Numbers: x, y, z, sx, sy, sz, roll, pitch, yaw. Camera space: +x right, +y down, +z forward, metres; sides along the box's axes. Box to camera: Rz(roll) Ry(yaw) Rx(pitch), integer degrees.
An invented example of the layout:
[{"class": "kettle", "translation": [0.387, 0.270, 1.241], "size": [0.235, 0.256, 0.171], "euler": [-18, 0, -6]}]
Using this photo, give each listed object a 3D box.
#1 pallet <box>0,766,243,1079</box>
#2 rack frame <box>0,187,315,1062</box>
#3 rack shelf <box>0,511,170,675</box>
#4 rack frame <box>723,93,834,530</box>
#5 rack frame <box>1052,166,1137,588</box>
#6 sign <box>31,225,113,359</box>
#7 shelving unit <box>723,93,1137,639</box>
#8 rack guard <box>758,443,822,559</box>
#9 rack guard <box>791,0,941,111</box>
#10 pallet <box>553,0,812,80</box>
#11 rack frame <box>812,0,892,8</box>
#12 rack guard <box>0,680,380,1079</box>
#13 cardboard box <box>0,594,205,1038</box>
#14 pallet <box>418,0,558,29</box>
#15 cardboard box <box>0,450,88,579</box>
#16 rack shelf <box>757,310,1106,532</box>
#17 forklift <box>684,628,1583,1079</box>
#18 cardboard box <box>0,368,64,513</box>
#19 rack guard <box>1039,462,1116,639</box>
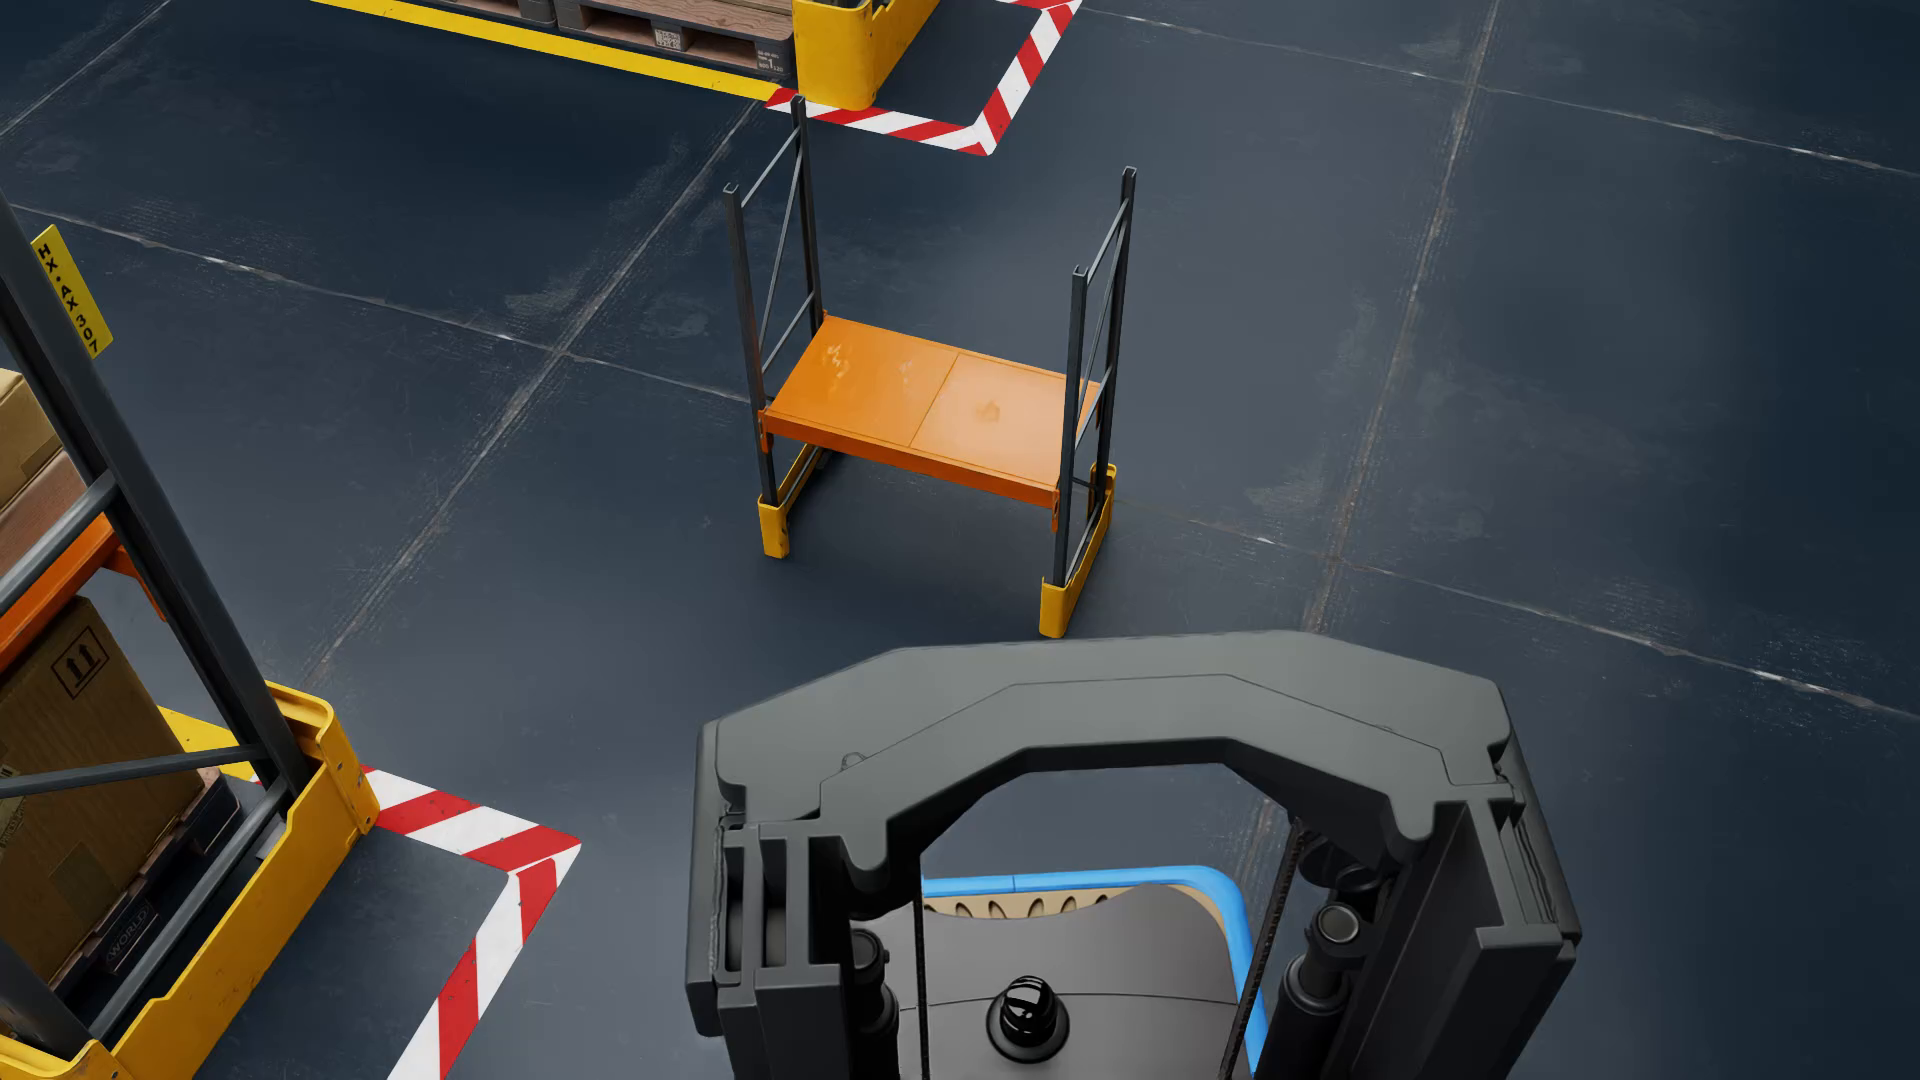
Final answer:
[{"class": "pallet", "translation": [-2.901, 0.937, 4.799], "size": [1.213, 0.211, 1.003], "euler": [16, 51, 13]}, {"class": "rack frame", "translation": [-2.124, 0.177, 3.611], "size": [0.127, 3.000, 1.000], "euler": [16, 51, 13]}, {"class": "rack shelf", "translation": [-4.000, -0.111, 4.337], "size": [4.000, 0.370, 1.077], "euler": [16, 51, 13]}, {"class": "rack frame", "translation": [-0.557, -0.647, 5.318], "size": [0.032, 1.500, 0.500], "euler": [16, 51, 13]}, {"class": "rack frame", "translation": [0.397, -0.380, 5.087], "size": [0.032, 1.500, 0.500], "euler": [16, 51, 13]}, {"class": "sign", "translation": [-1.926, -0.524, 3.594], "size": [0.005, 0.325, 0.100], "euler": [16, 51, 13]}, {"class": "shelving unit", "translation": [-0.072, -0.511, 5.201], "size": [1.083, 1.500, 0.587], "euler": [16, 51, 13]}, {"class": "rack guard", "translation": [-0.539, -0.232, 5.786], "size": [0.087, 0.250, 0.587], "euler": [16, 51, 13]}, {"class": "rack guard", "translation": [-0.380, -2.518, 7.601], "size": [0.348, 0.500, 1.175], "euler": [16, 51, 13]}, {"class": "pallet", "translation": [-1.167, -2.664, 7.919], "size": [1.213, 0.211, 1.003], "euler": [16, 51, 13]}, {"class": "rack frame", "translation": [-0.407, -3.334, 6.654], "size": [0.127, 3.000, 1.000], "euler": [16, 51, 13]}, {"class": "rack guard", "translation": [-2.101, 1.002, 4.550], "size": [0.348, 0.500, 1.175], "euler": [16, 51, 13]}, {"class": "cardboard box", "translation": [-2.752, 0.625, 4.352], "size": [0.875, 0.875, 0.875], "euler": [16, 51, 13]}, {"class": "pallet", "translation": [-2.308, -2.984, 8.197], "size": [1.213, 0.211, 1.003], "euler": [16, 51, 13]}, {"class": "cardboard box", "translation": [-2.342, -0.067, 3.990], "size": [0.250, 0.149, 0.380], "euler": [16, 51, 14]}, {"class": "rack shelf", "translation": [-0.080, -0.396, 5.339], "size": [1.000, 0.185, 0.538], "euler": [16, 51, 13]}, {"class": "forklift", "translation": [0.208, 1.602, 2.422], "size": [1.130, 2.935, 3.031], "euler": [-3, 49, -2]}, {"class": "cardboard box", "translation": [-2.480, -0.188, 3.830], "size": [0.500, 0.250, 0.500], "euler": [14, 51, 12]}, {"class": "rack guard", "translation": [0.396, 0.029, 5.560], "size": [0.087, 0.250, 0.587], "euler": [16, 51, 13]}]
